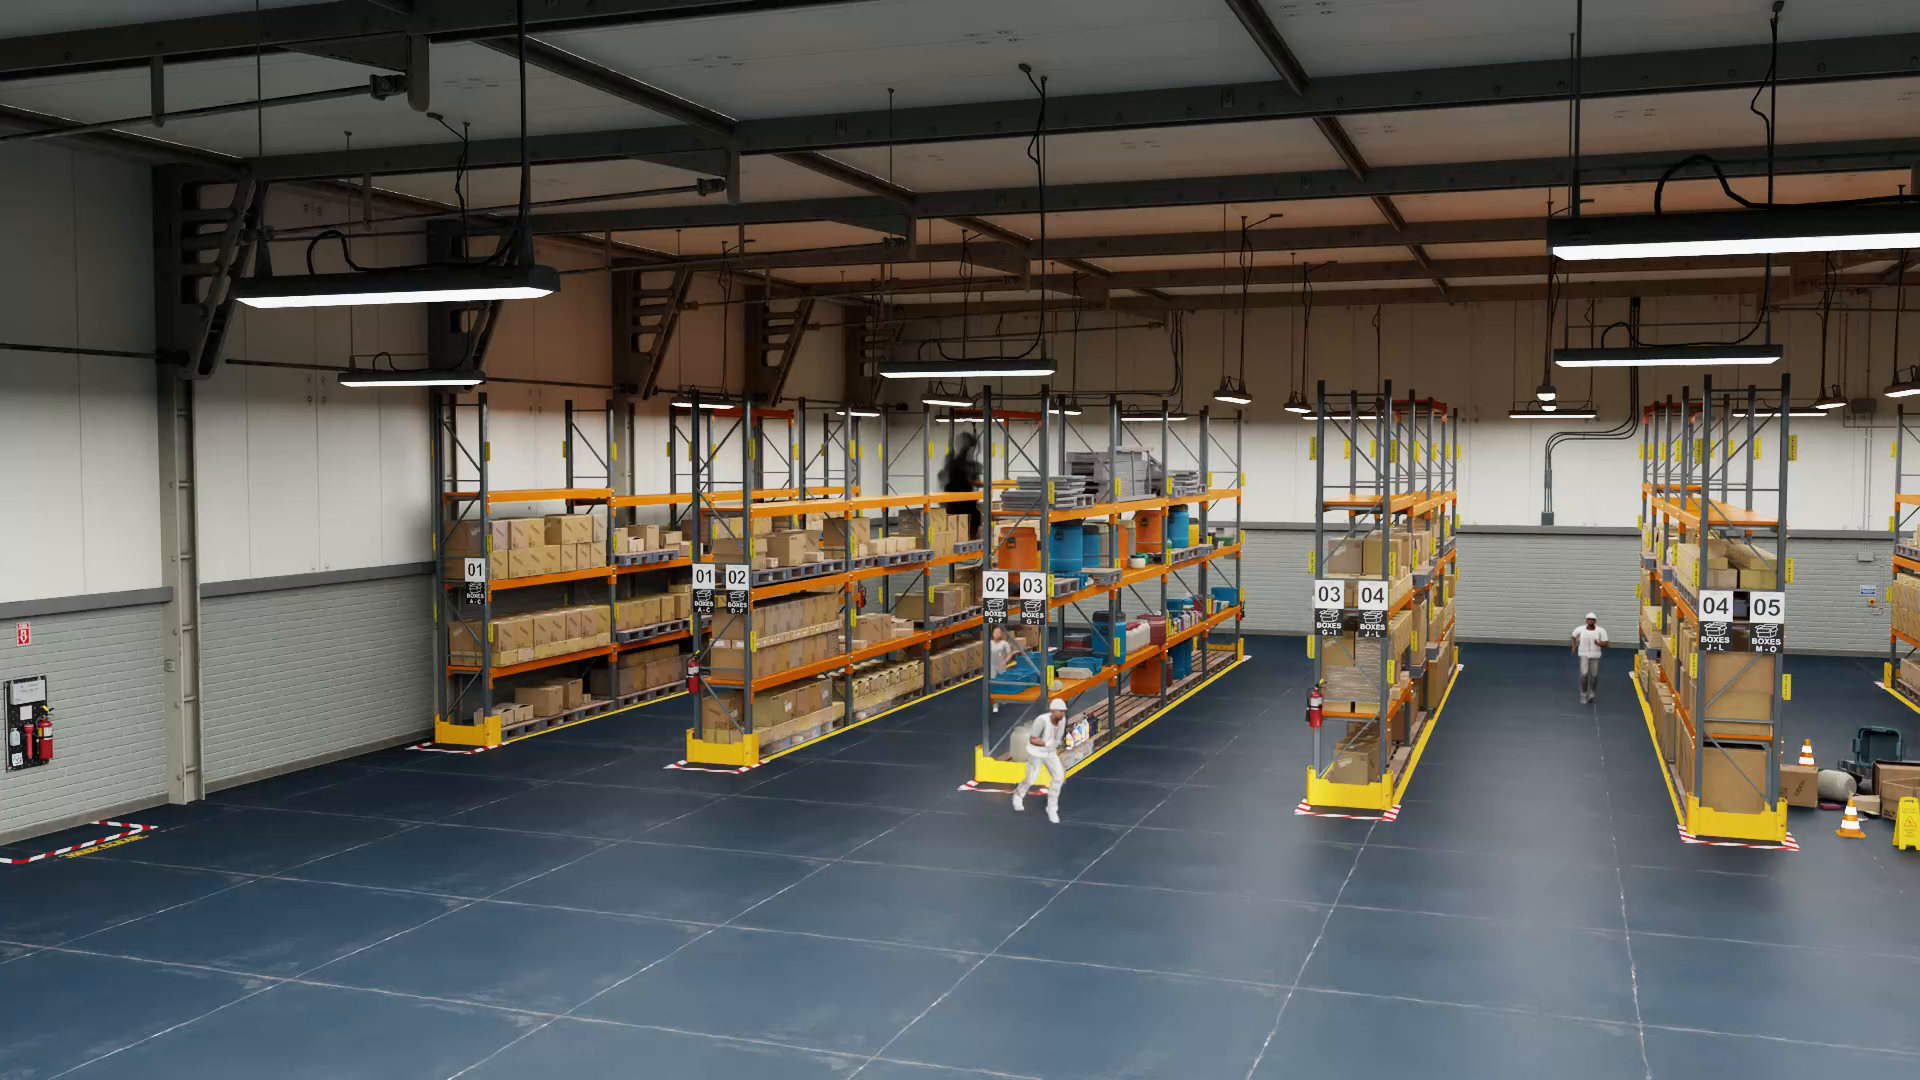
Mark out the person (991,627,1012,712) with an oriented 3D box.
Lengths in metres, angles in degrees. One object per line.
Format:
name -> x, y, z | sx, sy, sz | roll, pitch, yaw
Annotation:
person -> 0.707, 2.483, 32.024 | 0.565, 1.621, 0.646 | 0, 3, 9

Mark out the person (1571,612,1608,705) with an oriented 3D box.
person -> 12.550, 2.353, 33.141 | 0.674, 1.828, 0.782 | 1, 3, 17

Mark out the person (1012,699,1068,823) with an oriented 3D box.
person -> 1.109, 2.980, 22.690 | 0.728, 1.722, 1.005 | -3, 4, -41
